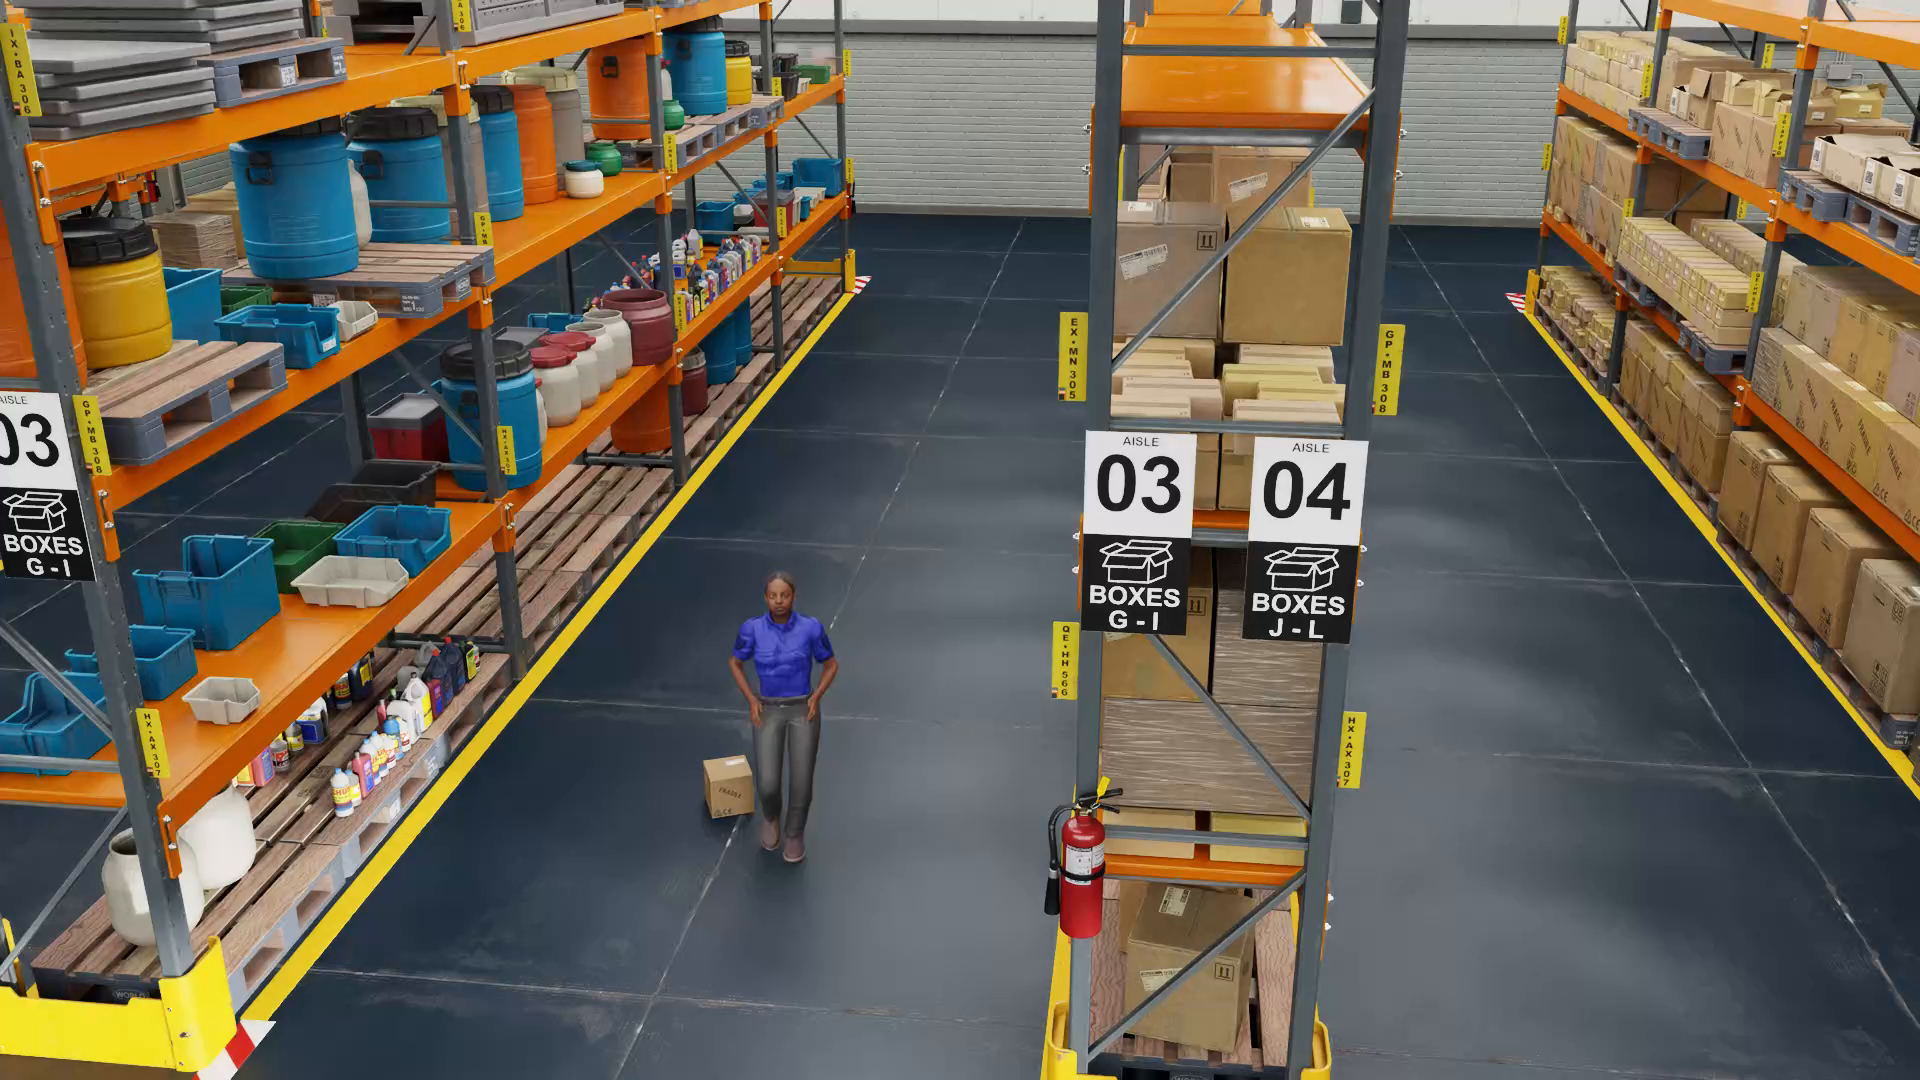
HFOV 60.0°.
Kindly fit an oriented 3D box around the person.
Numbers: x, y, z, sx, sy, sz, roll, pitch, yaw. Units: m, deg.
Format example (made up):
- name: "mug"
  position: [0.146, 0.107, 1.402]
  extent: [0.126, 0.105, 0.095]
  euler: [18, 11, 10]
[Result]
- name: "person"
  position: [-0.946, 0.971, 9.043]
  extent: [0.594, 1.617, 0.476]
  euler: [-2, 21, -6]
